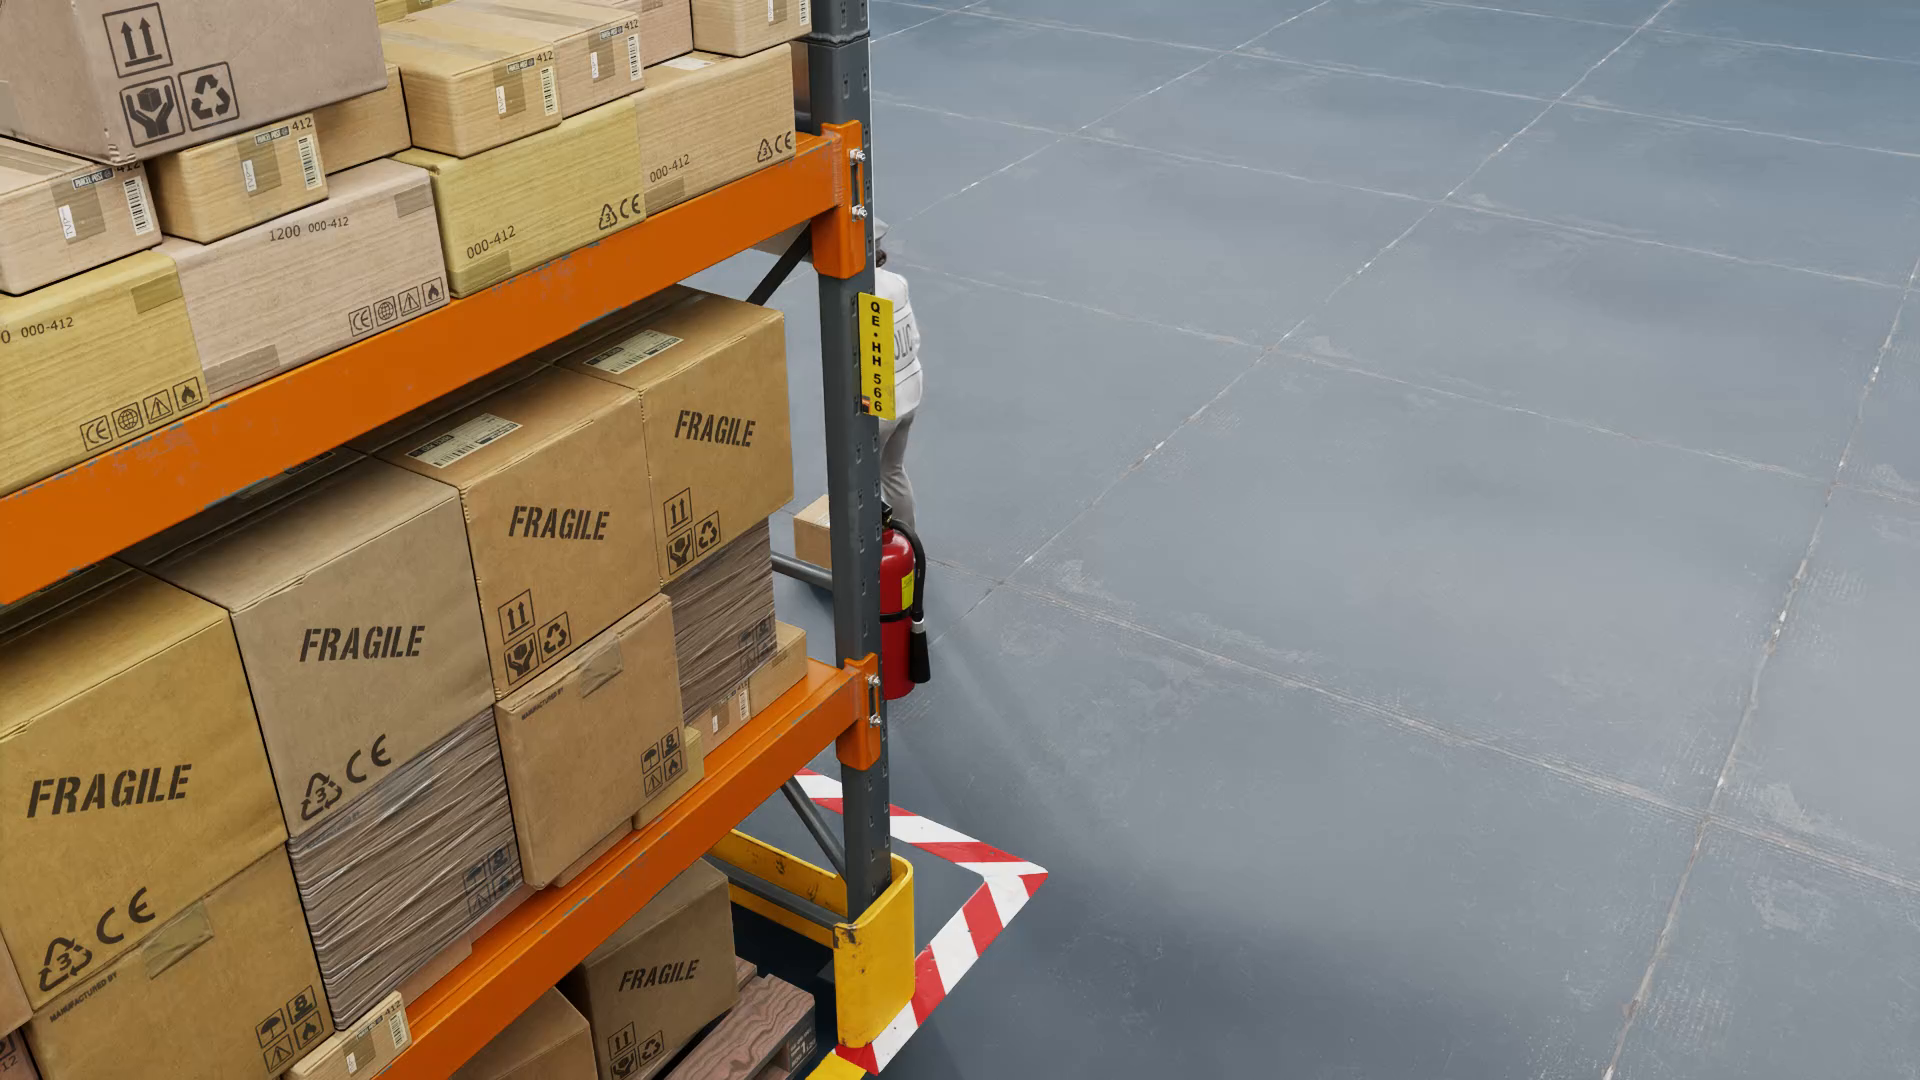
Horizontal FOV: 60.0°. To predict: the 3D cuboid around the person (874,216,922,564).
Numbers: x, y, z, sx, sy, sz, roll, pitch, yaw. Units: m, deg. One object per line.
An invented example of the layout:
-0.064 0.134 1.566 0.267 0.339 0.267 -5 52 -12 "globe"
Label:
-0.367 -0.565 7.081 0.372 1.663 0.529 18 35 28 "person"
